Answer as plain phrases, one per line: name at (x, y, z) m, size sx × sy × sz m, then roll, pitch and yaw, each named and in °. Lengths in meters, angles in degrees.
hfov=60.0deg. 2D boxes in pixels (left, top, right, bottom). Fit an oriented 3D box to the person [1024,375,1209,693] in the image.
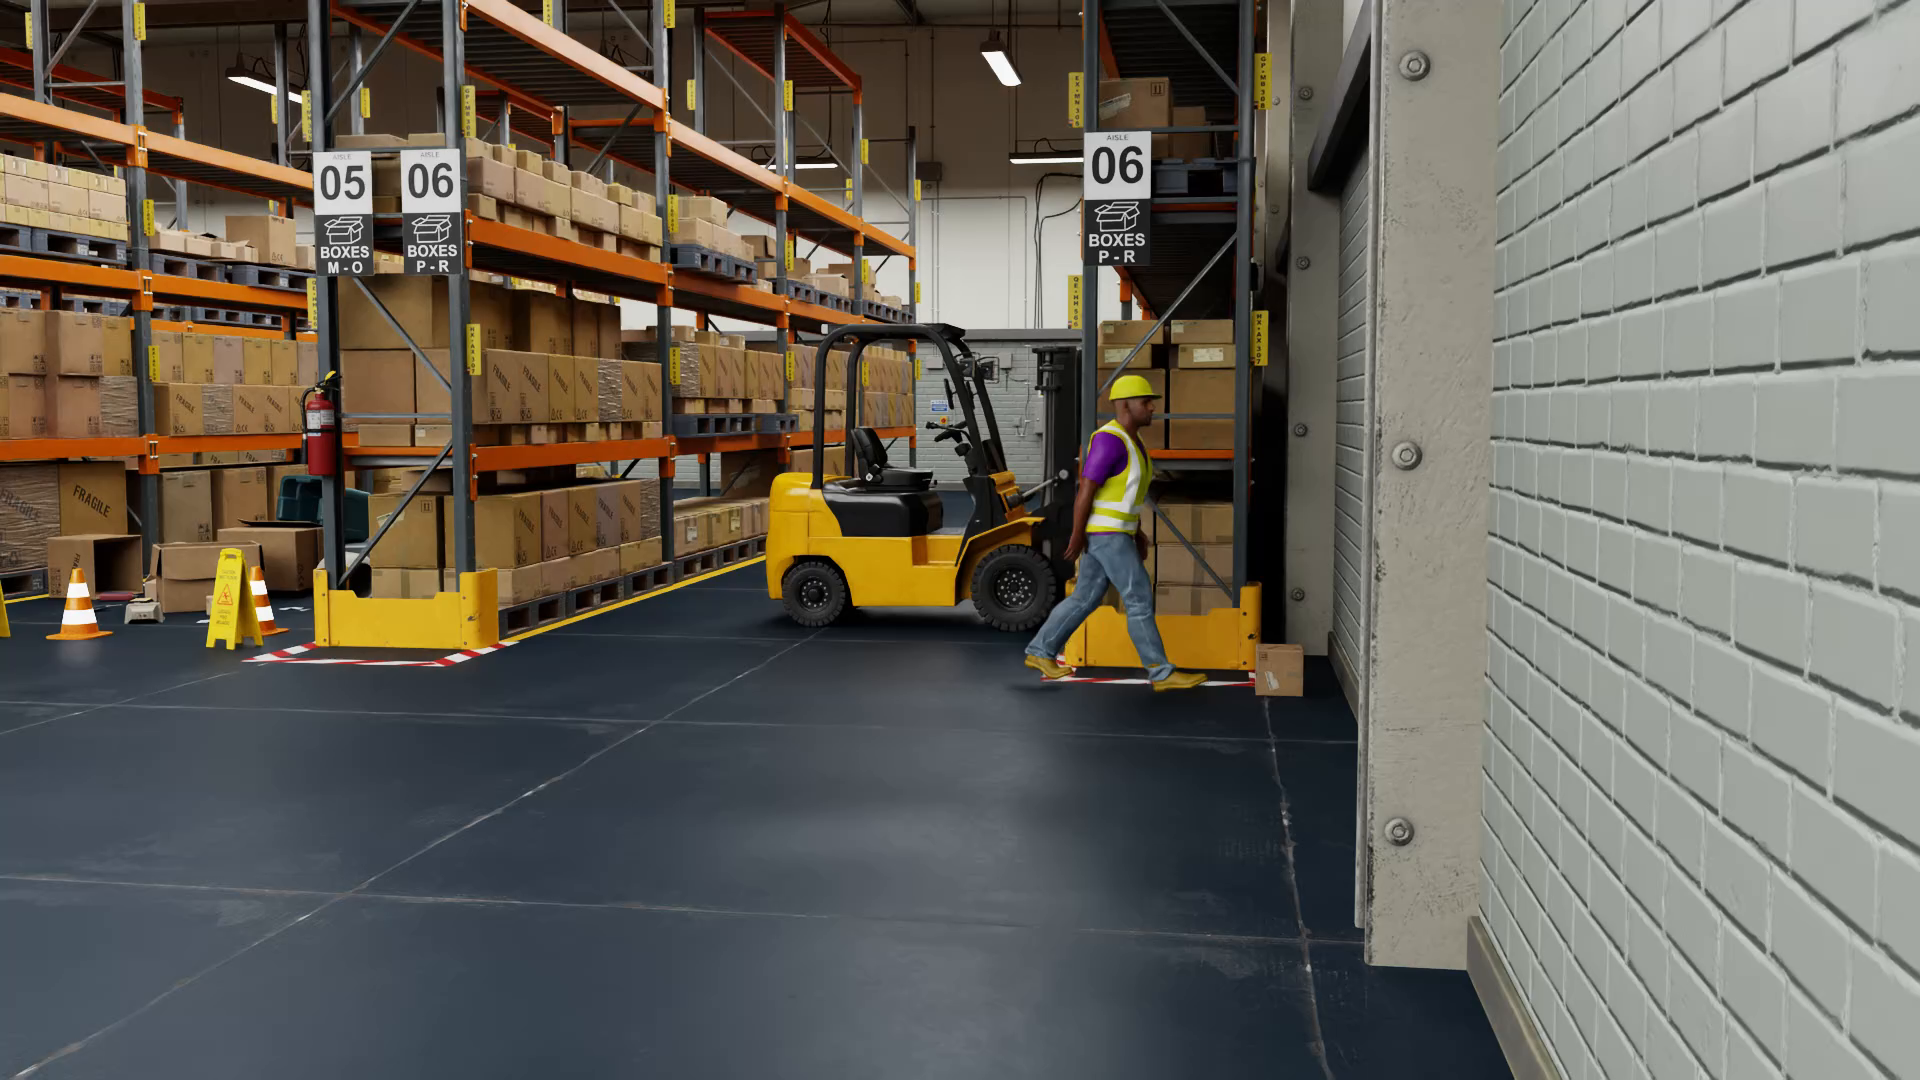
person at (0.848, -0.041, 9.094) m, size 1.057 × 1.708 × 0.569 m, roll 1°, pitch 5°, yaw 13°
